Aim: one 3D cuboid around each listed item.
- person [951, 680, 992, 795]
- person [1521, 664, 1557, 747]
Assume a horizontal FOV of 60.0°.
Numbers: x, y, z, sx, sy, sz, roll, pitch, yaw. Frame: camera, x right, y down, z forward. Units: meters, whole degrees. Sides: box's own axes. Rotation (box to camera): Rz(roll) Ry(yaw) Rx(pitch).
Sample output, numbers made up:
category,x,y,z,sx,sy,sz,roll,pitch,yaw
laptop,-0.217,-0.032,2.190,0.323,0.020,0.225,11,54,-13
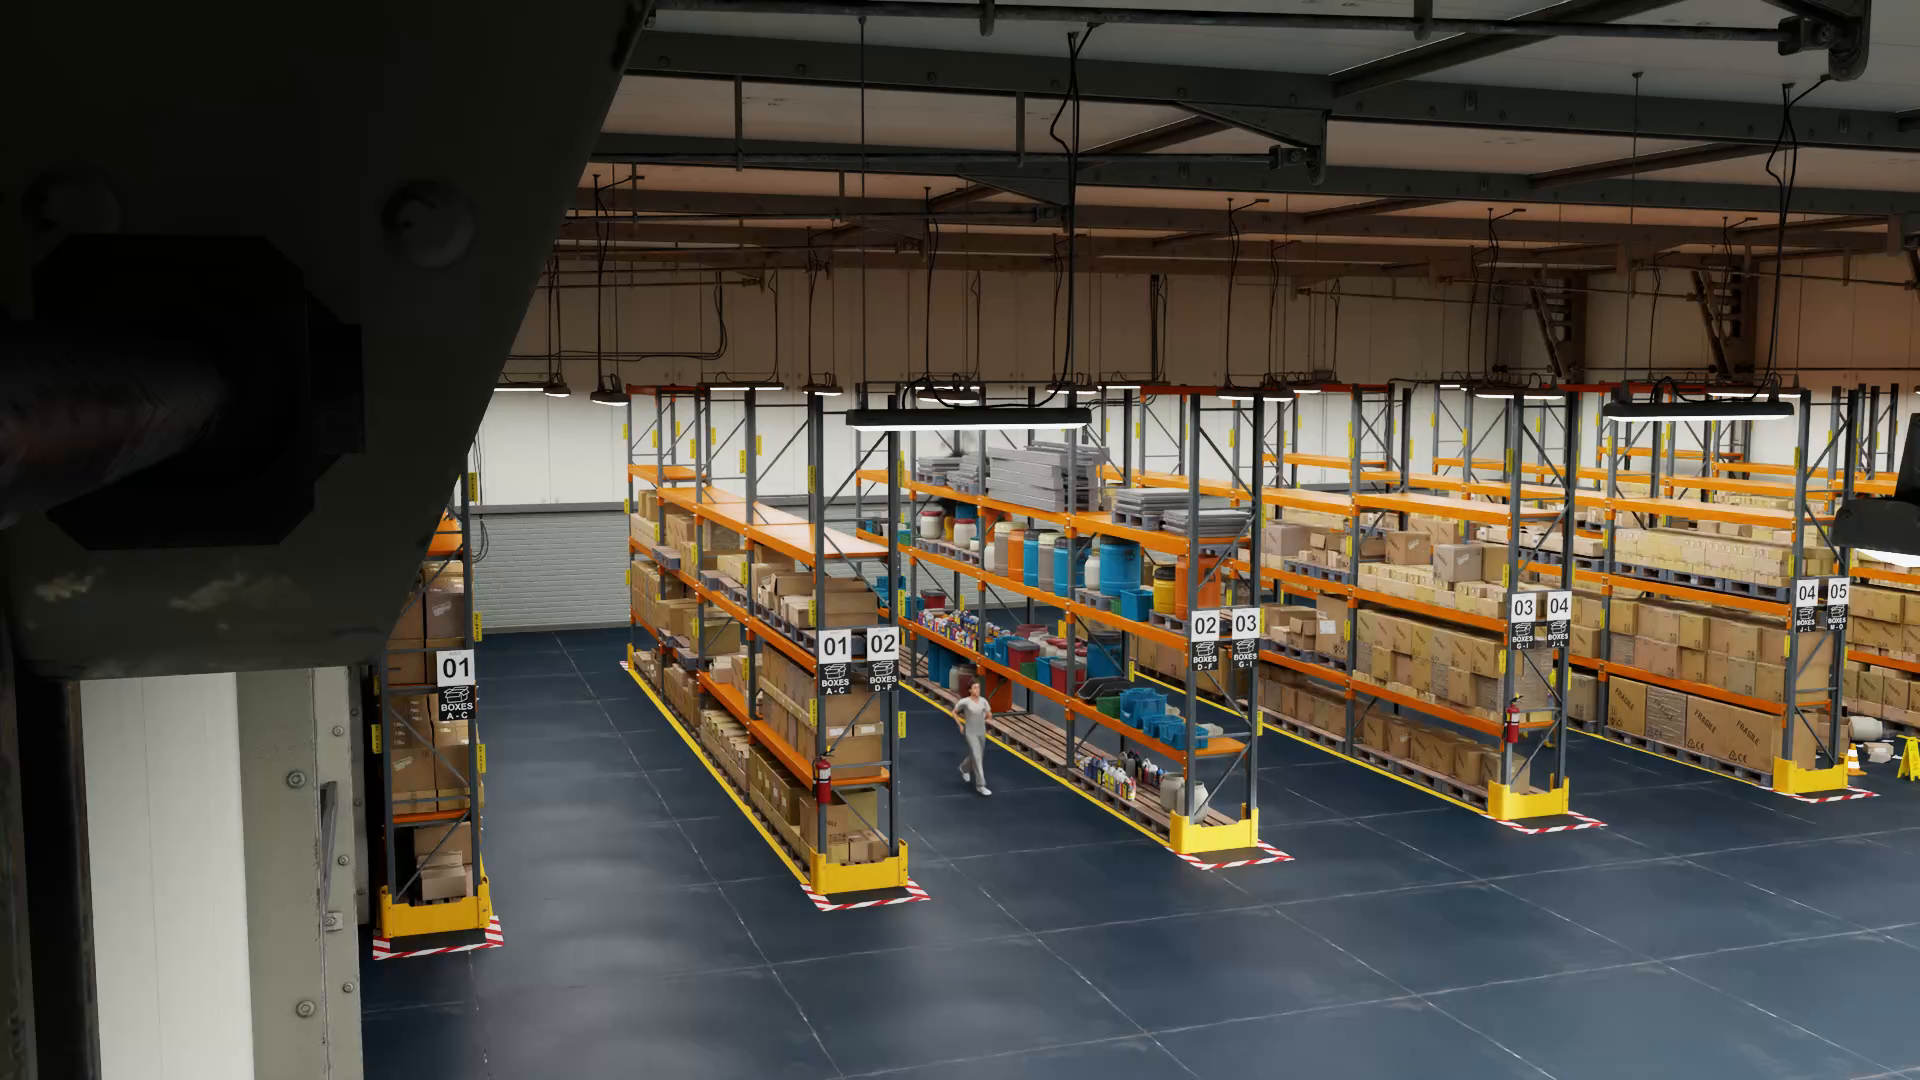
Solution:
category,x,y,z,sx,sy,sz,roll,pitch,yaw
person,0.212,2.909,24.888,0.565,1.652,0.970,-4,7,-33
person,9.749,2.592,27.912,0.704,1.724,0.668,-4,7,-35
